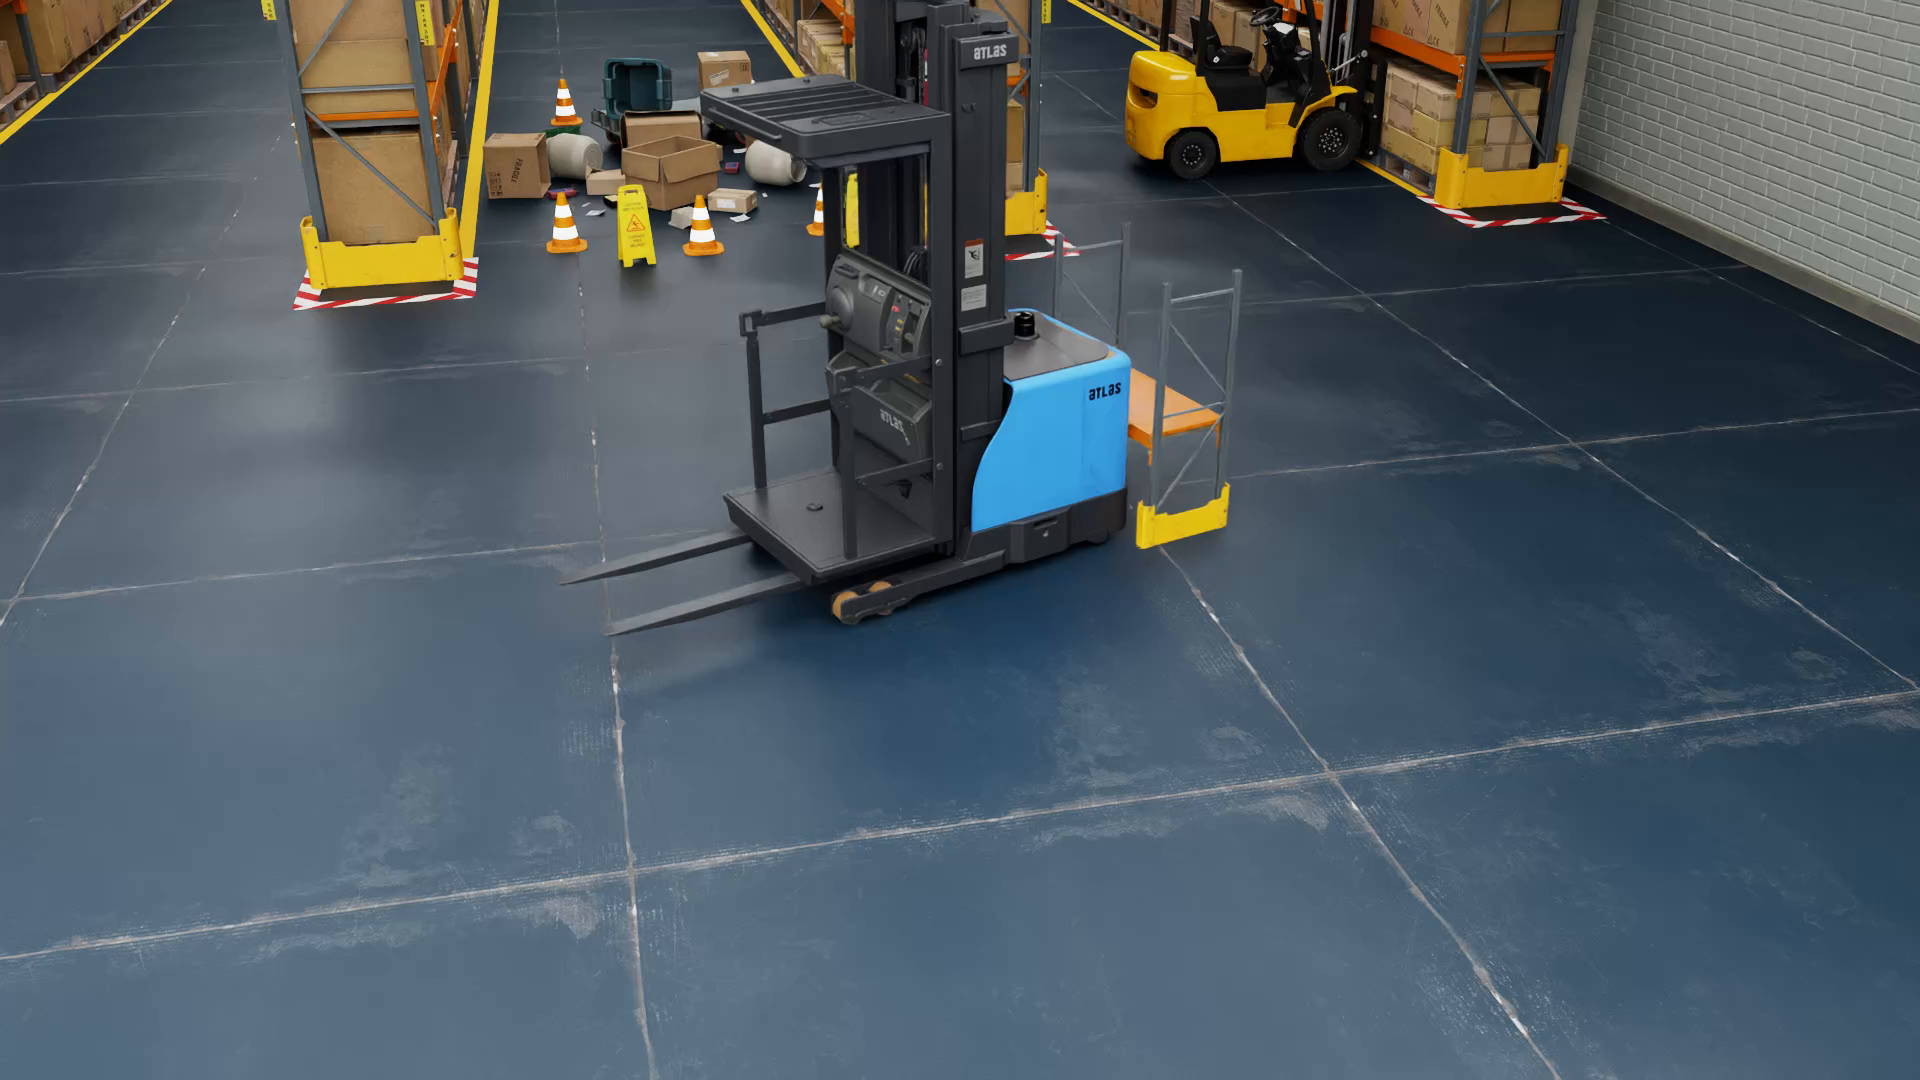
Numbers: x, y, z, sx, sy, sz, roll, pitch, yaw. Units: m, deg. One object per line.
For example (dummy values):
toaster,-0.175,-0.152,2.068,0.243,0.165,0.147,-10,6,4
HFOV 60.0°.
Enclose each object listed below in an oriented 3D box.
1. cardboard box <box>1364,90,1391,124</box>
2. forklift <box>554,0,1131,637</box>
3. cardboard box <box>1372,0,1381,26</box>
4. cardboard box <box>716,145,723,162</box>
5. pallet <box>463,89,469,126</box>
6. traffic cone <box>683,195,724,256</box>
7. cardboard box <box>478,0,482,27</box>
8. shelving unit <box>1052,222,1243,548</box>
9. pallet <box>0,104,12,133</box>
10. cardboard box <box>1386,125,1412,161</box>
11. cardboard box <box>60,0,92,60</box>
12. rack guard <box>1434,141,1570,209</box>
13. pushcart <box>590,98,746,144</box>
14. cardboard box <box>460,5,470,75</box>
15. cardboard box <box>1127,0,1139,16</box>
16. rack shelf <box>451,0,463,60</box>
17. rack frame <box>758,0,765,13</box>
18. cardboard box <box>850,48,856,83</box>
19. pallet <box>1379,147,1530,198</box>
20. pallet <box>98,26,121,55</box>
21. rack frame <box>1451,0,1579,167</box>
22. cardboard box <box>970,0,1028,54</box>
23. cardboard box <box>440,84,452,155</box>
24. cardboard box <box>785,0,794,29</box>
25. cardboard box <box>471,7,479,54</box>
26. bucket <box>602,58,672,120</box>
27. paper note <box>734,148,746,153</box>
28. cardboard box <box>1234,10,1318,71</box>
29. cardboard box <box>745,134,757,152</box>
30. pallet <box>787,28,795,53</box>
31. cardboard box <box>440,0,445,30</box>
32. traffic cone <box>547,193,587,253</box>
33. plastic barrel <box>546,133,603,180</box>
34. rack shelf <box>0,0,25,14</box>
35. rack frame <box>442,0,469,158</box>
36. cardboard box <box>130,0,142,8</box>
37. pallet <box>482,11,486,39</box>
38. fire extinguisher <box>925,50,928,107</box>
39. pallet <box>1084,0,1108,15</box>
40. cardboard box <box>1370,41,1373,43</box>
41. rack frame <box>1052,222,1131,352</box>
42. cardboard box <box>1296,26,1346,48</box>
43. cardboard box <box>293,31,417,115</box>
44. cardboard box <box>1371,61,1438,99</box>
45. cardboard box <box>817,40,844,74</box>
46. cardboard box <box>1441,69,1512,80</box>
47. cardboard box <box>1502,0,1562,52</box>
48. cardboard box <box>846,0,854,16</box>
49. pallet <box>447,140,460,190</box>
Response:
cardboard box,4.359,-4.330,16.531,0.500,0.250,0.500,-7,28,-13
forklift,-0.590,-1.152,8.280,3.031,2.935,1.130,-16,31,-29
cardboard box,4.298,-5.427,16.562,0.500,0.500,0.500,-6,27,-11
cardboard box,-2.632,-3.974,16.828,0.396,0.266,0.258,19,32,32
pallet,-6.050,-4.846,18.616,1.003,0.211,1.213,-6,27,-12
traffic cone,-2.181,-2.677,14.041,0.336,0.463,0.334,-6,27,-12
cardboard box,-6.799,-7.282,22.656,0.500,0.500,0.500,-7,28,-13
shelving unit,0.997,-0.897,9.359,0.587,1.500,1.083,-14,30,-27
pallet,-10.834,-4.397,17.727,1.003,0.211,1.213,-6,27,-12
cardboard box,4.496,-3.873,16.180,0.500,0.250,0.500,-6,27,-12
cardboard box,-11.609,-6.456,20.603,1.225,0.875,0.875,-6,27,-11
rack guard,5.018,-3.393,15.418,1.175,0.500,0.348,-6,27,-12
pushcart,-2.934,-4.346,17.441,1.648,0.377,0.936,-16,31,-29
cardboard box,-6.376,-5.886,19.612,1.050,0.750,0.750,-6,27,-12
cardboard box,2.682,-7.717,23.519,0.500,0.500,0.500,-5,27,-9
rack shelf,-5.975,-5.780,18.170,1.077,0.370,4.000,-6,27,-12
rack frame,-2.527,-9.282,24.311,1.000,3.000,0.127,-6,27,-12
cardboard box,-0.854,-4.778,17.141,0.500,0.500,0.500,-5,27,-9
pallet,4.799,-3.606,16.160,1.003,0.211,1.213,-6,27,-12
pallet,-11.935,-6.700,22.289,1.003,0.211,1.213,-6,27,-12
rack frame,5.013,-4.520,14.875,1.000,3.000,0.127,-6,27,-12
cardboard box,0.341,-4.427,14.252,0.500,0.500,0.500,-6,27,-12
cardboard box,-5.450,-4.179,16.092,0.875,0.875,0.875,-6,27,-11
cardboard box,-1.897,-7.469,22.610,0.875,0.875,0.875,-6,27,-11
cardboard box,-6.336,-6.387,20.883,0.500,0.500,0.500,-7,28,-14
bucket,-3.247,-4.615,17.009,0.726,0.611,0.620,3,17,6
paper note,-2.267,-4.039,17.217,0.148,0.019,0.142,-6,27,-12
cardboard box,3.815,-5.972,19.923,0.875,0.625,0.625,-6,27,-12
cardboard box,-1.808,-4.047,16.710,0.500,0.500,0.500,13,30,24
pallet,-1.730,-6.635,22.161,1.003,0.211,1.213,-6,27,-12
cardboard box,-5.429,-5.129,15.917,0.875,0.550,0.550,-6,27,-12
traffic cone,-3.359,-2.712,14.109,0.336,0.463,0.334,-6,27,-12
plastic barrel,-3.774,-3.731,16.171,0.512,0.421,0.421,13,30,24
rack shelf,-10.830,-5.320,17.260,1.077,0.370,4.000,-6,27,-12
rack frame,-5.524,-5.223,16.269,1.000,3.000,0.127,-6,27,-12
cardboard box,-12.456,-8.208,24.074,0.875,0.875,0.875,-6,27,-12
pallet,-7.150,-7.148,23.178,1.003,0.211,1.213,-6,27,-12
fire extinguisher,-0.246,-3.882,13.699,0.296,0.674,0.183,-6,27,-12
pallet,2.528,-8.189,25.241,1.003,0.211,1.213,-6,27,-12
cardboard box,4.539,-5.265,17.827,0.500,0.250,0.500,-6,27,-12
rack frame,0.748,-1.092,9.745,0.500,1.500,0.032,-14,30,-27
cardboard box,3.914,-5.438,18.170,0.500,0.250,0.500,-6,27,-12
cardboard box,-4.750,-3.692,13.070,0.875,0.550,0.550,-6,27,-12
cardboard box,4.361,-4.540,16.393,0.500,0.250,0.500,-6,27,-11
cardboard box,-1.168,-5.635,19.535,0.950,0.372,0.625,-5,27,-10
cardboard box,4.973,-4.375,16.065,0.500,0.250,0.500,-6,27,-12
cardboard box,5.172,-4.810,15.340,0.500,0.500,0.500,-5,27,-10
cardboard box,-0.966,-5.487,17.071,0.380,0.149,0.250,-6,27,-12
pallet,-5.429,-3.636,16.220,1.003,0.211,1.213,-6,27,-12
